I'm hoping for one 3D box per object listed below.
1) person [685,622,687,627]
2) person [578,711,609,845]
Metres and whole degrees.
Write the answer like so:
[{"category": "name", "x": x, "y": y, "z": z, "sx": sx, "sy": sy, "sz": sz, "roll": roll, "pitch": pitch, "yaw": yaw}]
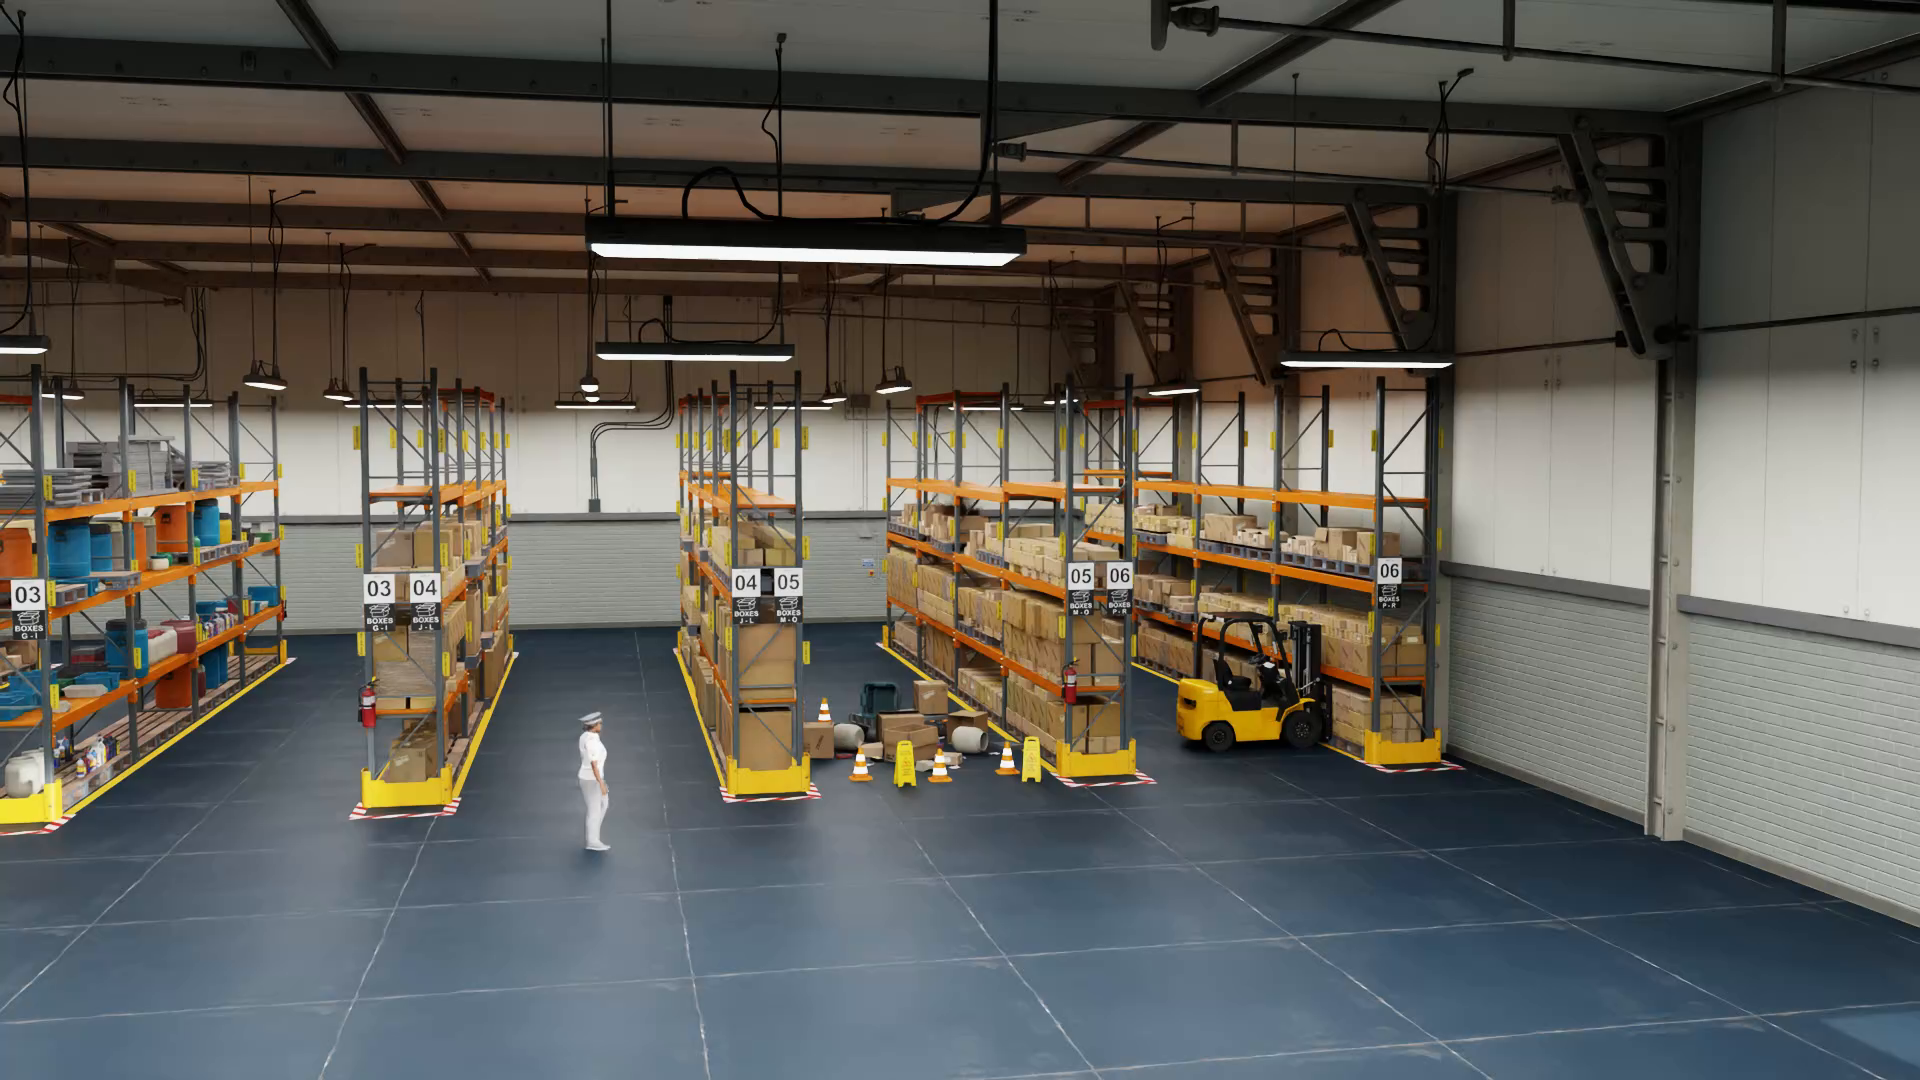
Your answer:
[{"category": "person", "x": -6.626, "y": 1.744, "z": 41.630, "sx": 0.493, "sy": 1.527, "sz": 0.864, "roll": 2, "pitch": 4, "yaw": 31}, {"category": "person", "x": -4.504, "y": 2.918, "z": 20.421, "sx": 0.371, "sy": 1.618, "sz": 0.496, "roll": 0, "pitch": 3, "yaw": -8}]
